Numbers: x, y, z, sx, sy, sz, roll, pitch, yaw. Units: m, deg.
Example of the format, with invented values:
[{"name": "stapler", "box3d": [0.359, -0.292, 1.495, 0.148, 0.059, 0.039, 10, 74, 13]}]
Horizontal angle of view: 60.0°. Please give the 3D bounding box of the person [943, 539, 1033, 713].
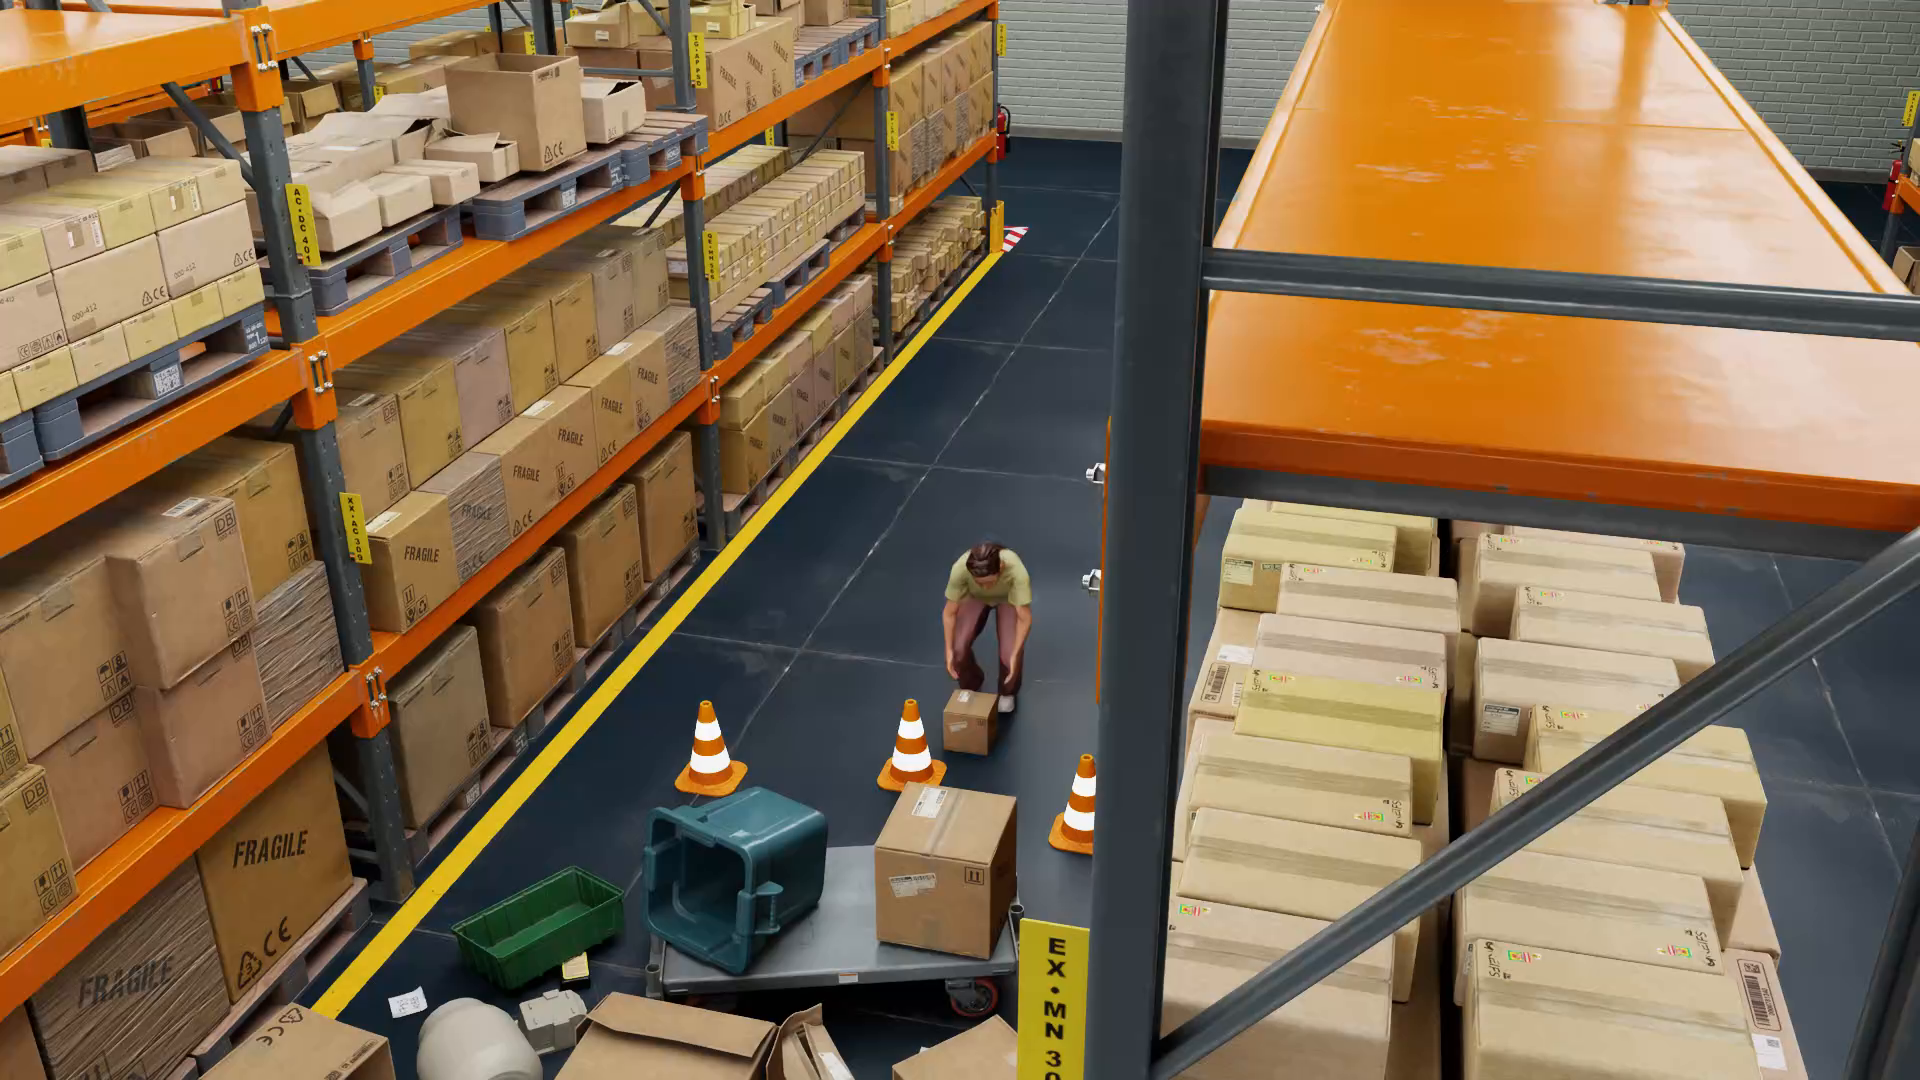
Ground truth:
[{"name": "person", "box3d": [0.183, 0.447, 9.364, 0.505, 1.159, 0.740, 6, 26, 13]}]
